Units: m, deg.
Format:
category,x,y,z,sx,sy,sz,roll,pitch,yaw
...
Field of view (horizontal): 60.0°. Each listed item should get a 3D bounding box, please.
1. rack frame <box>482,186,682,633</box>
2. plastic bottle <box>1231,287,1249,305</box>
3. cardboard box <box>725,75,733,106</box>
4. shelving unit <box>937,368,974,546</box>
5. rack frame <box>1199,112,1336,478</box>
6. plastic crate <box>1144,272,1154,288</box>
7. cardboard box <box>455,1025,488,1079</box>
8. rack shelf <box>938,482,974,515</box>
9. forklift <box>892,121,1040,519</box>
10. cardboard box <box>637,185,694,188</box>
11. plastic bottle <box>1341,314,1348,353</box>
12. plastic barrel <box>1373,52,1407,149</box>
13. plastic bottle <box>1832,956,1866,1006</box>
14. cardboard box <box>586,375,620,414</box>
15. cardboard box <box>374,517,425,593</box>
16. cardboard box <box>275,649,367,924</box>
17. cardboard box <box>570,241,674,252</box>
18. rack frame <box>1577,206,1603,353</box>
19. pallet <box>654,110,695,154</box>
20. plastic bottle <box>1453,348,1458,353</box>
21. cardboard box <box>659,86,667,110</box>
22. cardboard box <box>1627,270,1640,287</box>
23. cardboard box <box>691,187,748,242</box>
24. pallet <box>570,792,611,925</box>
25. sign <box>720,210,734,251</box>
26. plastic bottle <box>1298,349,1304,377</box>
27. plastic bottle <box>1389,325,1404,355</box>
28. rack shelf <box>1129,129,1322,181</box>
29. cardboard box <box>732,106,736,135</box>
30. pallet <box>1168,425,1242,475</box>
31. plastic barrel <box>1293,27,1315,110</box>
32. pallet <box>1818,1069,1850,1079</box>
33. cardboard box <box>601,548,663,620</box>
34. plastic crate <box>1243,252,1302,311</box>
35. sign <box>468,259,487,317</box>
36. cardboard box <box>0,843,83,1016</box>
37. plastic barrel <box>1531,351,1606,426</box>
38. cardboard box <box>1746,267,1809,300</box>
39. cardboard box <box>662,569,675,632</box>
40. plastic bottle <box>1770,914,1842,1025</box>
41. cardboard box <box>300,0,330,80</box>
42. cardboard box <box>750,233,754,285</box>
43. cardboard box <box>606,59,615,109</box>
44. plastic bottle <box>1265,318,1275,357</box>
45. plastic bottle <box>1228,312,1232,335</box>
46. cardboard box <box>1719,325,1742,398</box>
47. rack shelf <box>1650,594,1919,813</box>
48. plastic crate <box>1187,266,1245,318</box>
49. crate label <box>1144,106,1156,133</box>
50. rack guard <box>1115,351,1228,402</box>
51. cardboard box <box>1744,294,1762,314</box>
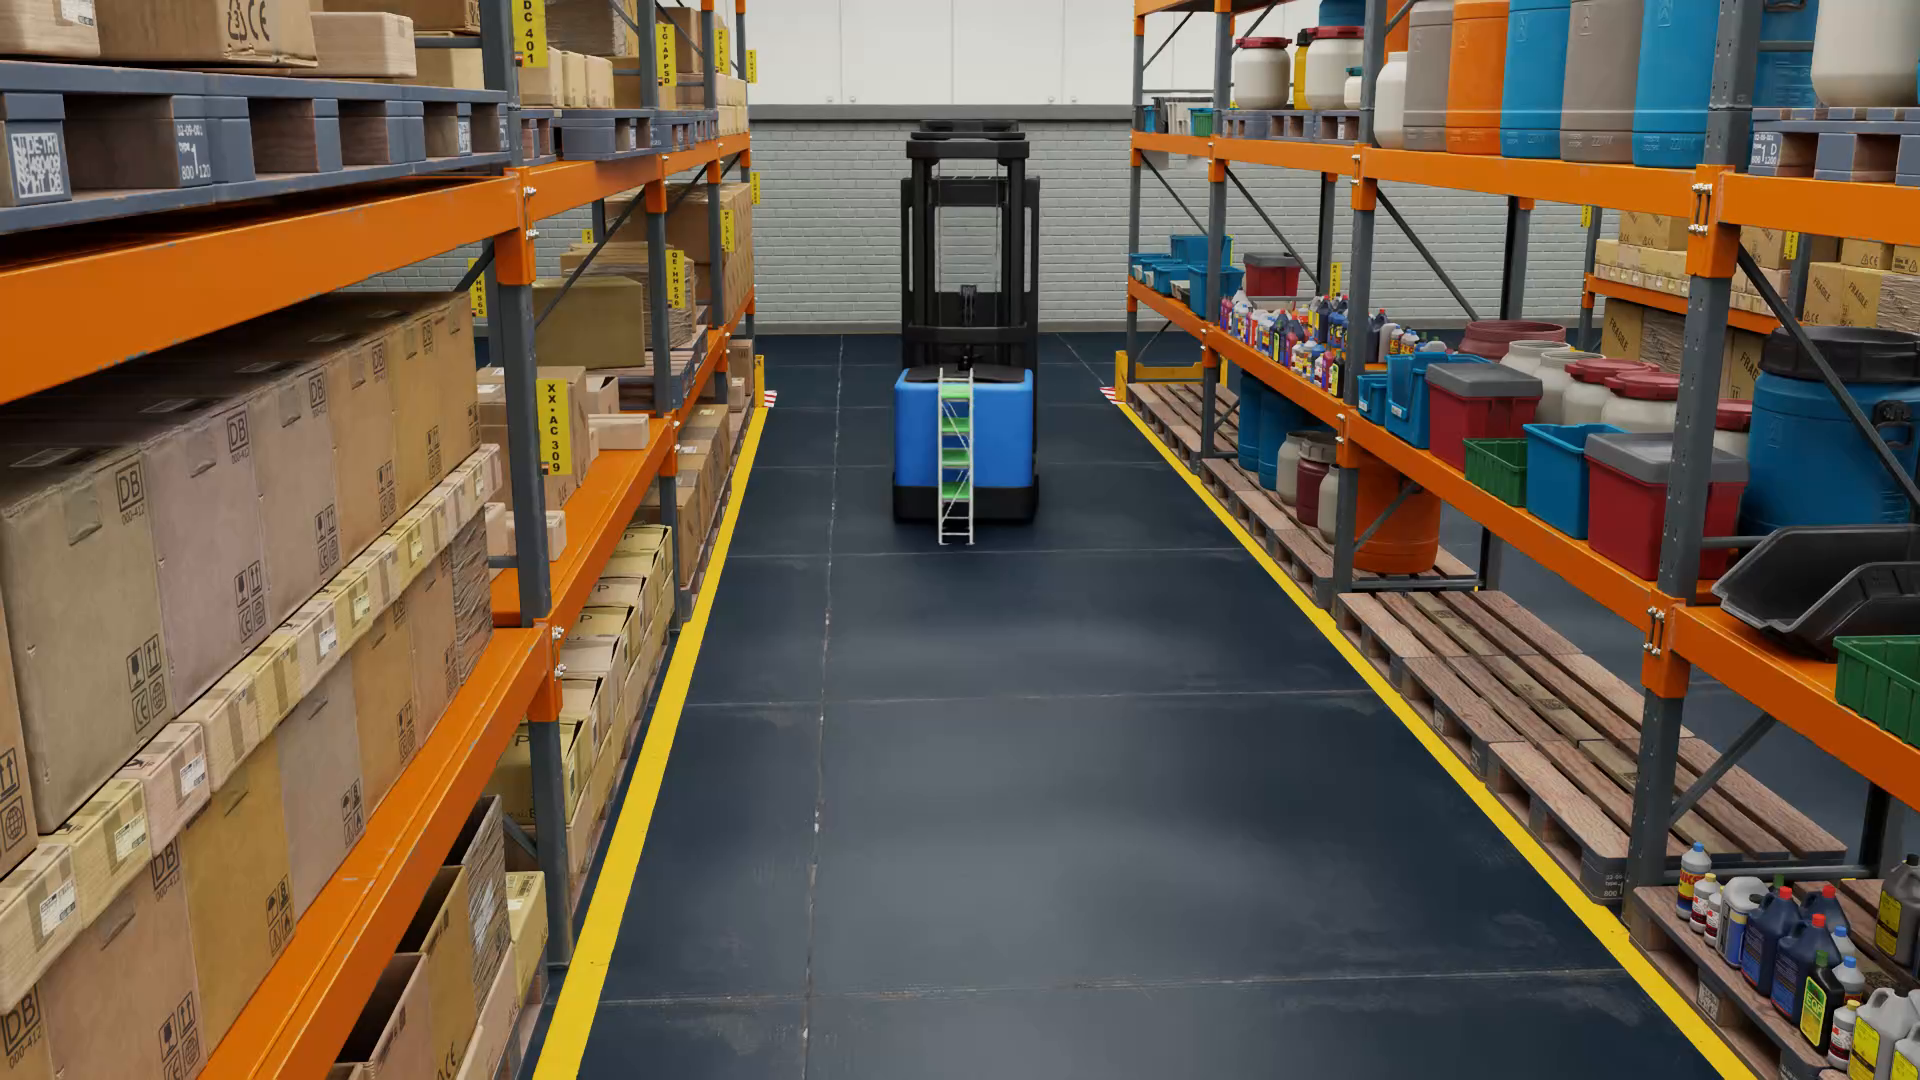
category,x,y,z,sx,sy,sz,roll,pitch,yaw
rack frame,-2.164,-0.907,9.531,1.000,3.000,0.127,-1,14,-3
plastic bottle,2.233,-1.851,13.299,0.144,0.351,0.185,-1,14,-3
cardboard box,-2.246,-3.897,14.433,0.500,0.250,0.500,-1,14,-3
shelving unit,-0.028,-0.604,11.968,0.258,1.200,0.503,0,14,0
rack frame,2.532,-1.977,13.691,1.000,3.000,0.127,-1,14,-3
plastic crate,1.950,-2.557,16.354,0.250,0.136,0.298,-1,14,-3
cardboard box,-1.603,1.577,4.554,0.500,0.250,0.500,-1,14,-3
rack shelf,-0.028,-0.310,12.043,0.258,0.148,0.480,0,14,0
forklift,0.092,-1.887,13.477,1.130,2.935,3.031,1,14,3
cardboard box,-2.856,-3.185,16.178,0.500,0.500,0.500,-1,14,-3
plastic bottle,2.832,-1.508,12.126,0.097,0.271,0.097,0,14,0
plastic barrel,2.493,-2.407,9.119,0.421,0.512,0.421,0,14,0
plastic bottle,2.722,1.411,5.116,0.097,0.271,0.097,0,14,0
cardboard box,-2.185,-0.773,9.188,0.500,0.311,0.500,0,14,0
cardboard box,-1.625,0.043,4.338,0.380,0.149,0.250,-1,14,-4
cardboard box,-1.784,0.533,3.734,0.700,0.500,0.500,0,14,-2
cardboard box,-2.606,-2.032,12.862,0.700,0.500,0.500,-6,16,-22
rack frame,7.228,-3.049,17.855,1.000,3.000,0.127,-1,14,-3
pallet,-2.033,-2.101,8.531,1.213,0.211,1.003,0,14,-1
plastic bottle,3.096,-1.062,10.392,0.097,0.271,0.097,0,14,0
cardboard box,-2.257,-2.643,10.058,0.910,0.500,0.500,-1,14,-3
cardboard box,6.971,-2.641,16.776,0.380,0.149,0.250,-1,14,-4
cardboard box,-2.289,-3.068,15.724,0.500,0.500,0.500,0,14,-2
pallet,-2.001,1.256,6.722,1.003,0.211,1.213,-1,14,-3
sign,-1.858,-2.472,13.290,0.100,0.325,0.005,-1,14,-3
plastic bottle,2.295,-1.188,11.021,0.097,0.201,0.097,0,14,0
plastic bottle,3.024,-1.349,11.509,0.097,0.271,0.097,0,14,0
rack shelf,2.408,-3.579,15.340,1.077,0.370,4.000,-1,14,-3
cardboard box,-2.286,-3.780,14.978,0.500,0.250,0.500,-1,14,-3
pallet,2.448,-0.809,14.747,1.003,0.211,1.213,-1,14,-3
plastic barrel,2.791,-3.501,12.372,0.600,0.588,0.600,0,14,0
pallet,3.106,1.835,4.472,1.003,0.211,1.213,-1,14,-3
cardboard box,-1.847,0.205,8.758,0.500,0.311,0.500,-1,14,-4
plastic crate,2.727,-2.263,14.554,0.402,0.464,0.583,-1,14,-3
sign,-2.705,-1.419,9.355,0.100,0.325,0.005,-1,14,-3
cardboard box,-1.497,0.554,2.353,0.380,0.149,0.250,-1,14,-5
plastic barrel,3.083,-0.679,8.422,0.421,0.512,0.421,0,14,0
cardboard box,7.186,-2.231,14.381,0.500,0.250,0.500,-1,14,-4
cardboard box,-1.888,0.348,9.328,0.500,0.250,0.500,-1,14,-2
plastic bottle,2.675,1.336,5.246,0.144,0.351,0.185,-1,15,-6
cardboard box,-2.149,-1.555,4.706,0.500,0.500,0.500,0,14,1
cardboard box,-2.361,-2.838,16.835,0.500,0.500,0.500,0,14,-2
cardboard box,-2.080,-2.378,8.689,0.500,0.250,0.500,-2,15,-8
plastic bottle,2.238,-1.452,11.910,0.097,0.271,0.097,0,14,0
plastic bottle,2.162,-1.722,13.097,0.097,0.201,0.097,0,14,0
cardboard box,7.459,-1.617,15.714,0.875,0.875,0.875,-1,14,-3
rack shelf,3.151,0.858,4.115,1.077,0.370,4.000,-1,14,-3
plastic crate,2.163,-2.109,14.117,0.392,0.384,0.575,-1,14,-3
crate label,2.019,-4.118,16.291,0.408,0.251,0.502,-1,14,-3
rack guard,2.270,-1.767,17.892,1.175,0.500,0.348,-1,14,-3
cardboard box,7.113,-2.067,14.544,0.380,0.149,0.250,-1,14,-2
